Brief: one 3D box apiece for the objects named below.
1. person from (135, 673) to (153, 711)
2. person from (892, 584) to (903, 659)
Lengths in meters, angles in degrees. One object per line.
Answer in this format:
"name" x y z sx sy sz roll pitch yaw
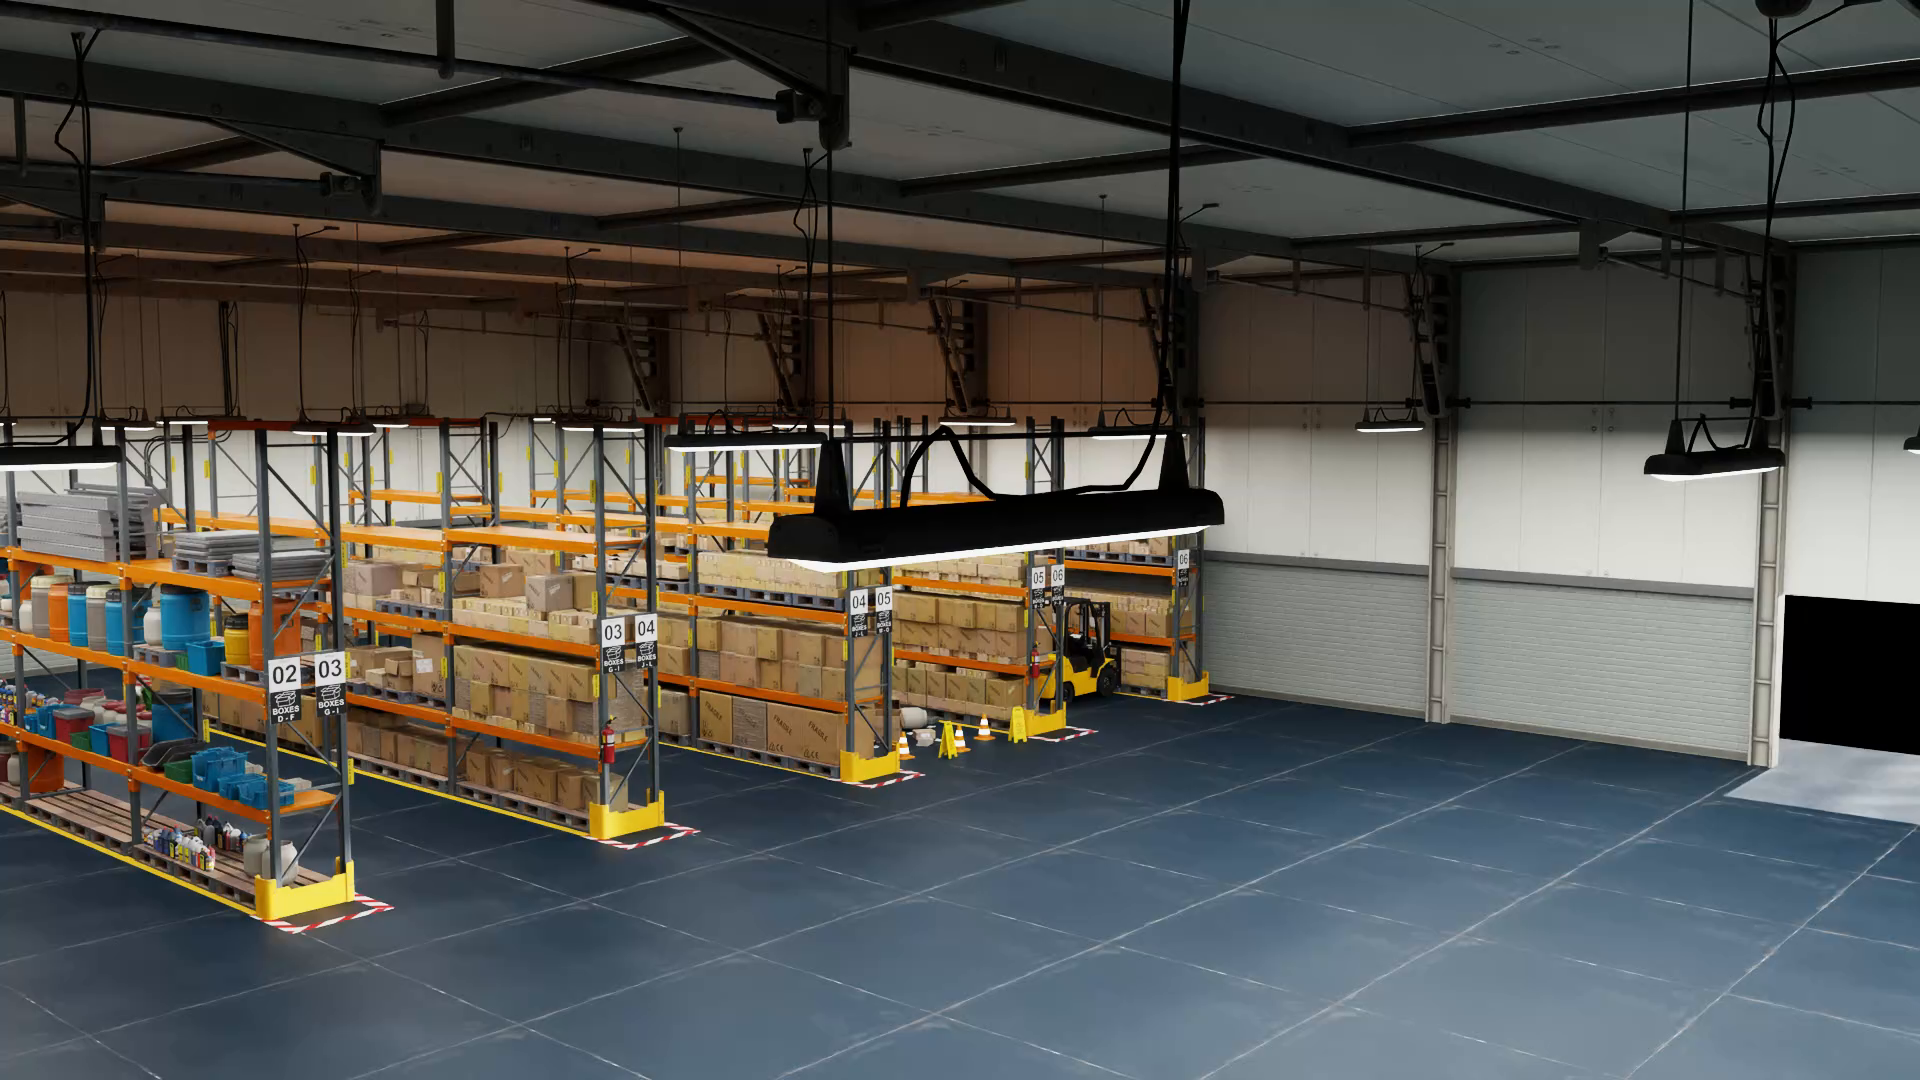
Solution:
"person" -15.558 2.813 31.584 0.947 1.751 0.476 5 7 44
"person" -1.492 1.911 39.118 0.633 1.771 0.411 1 5 12
